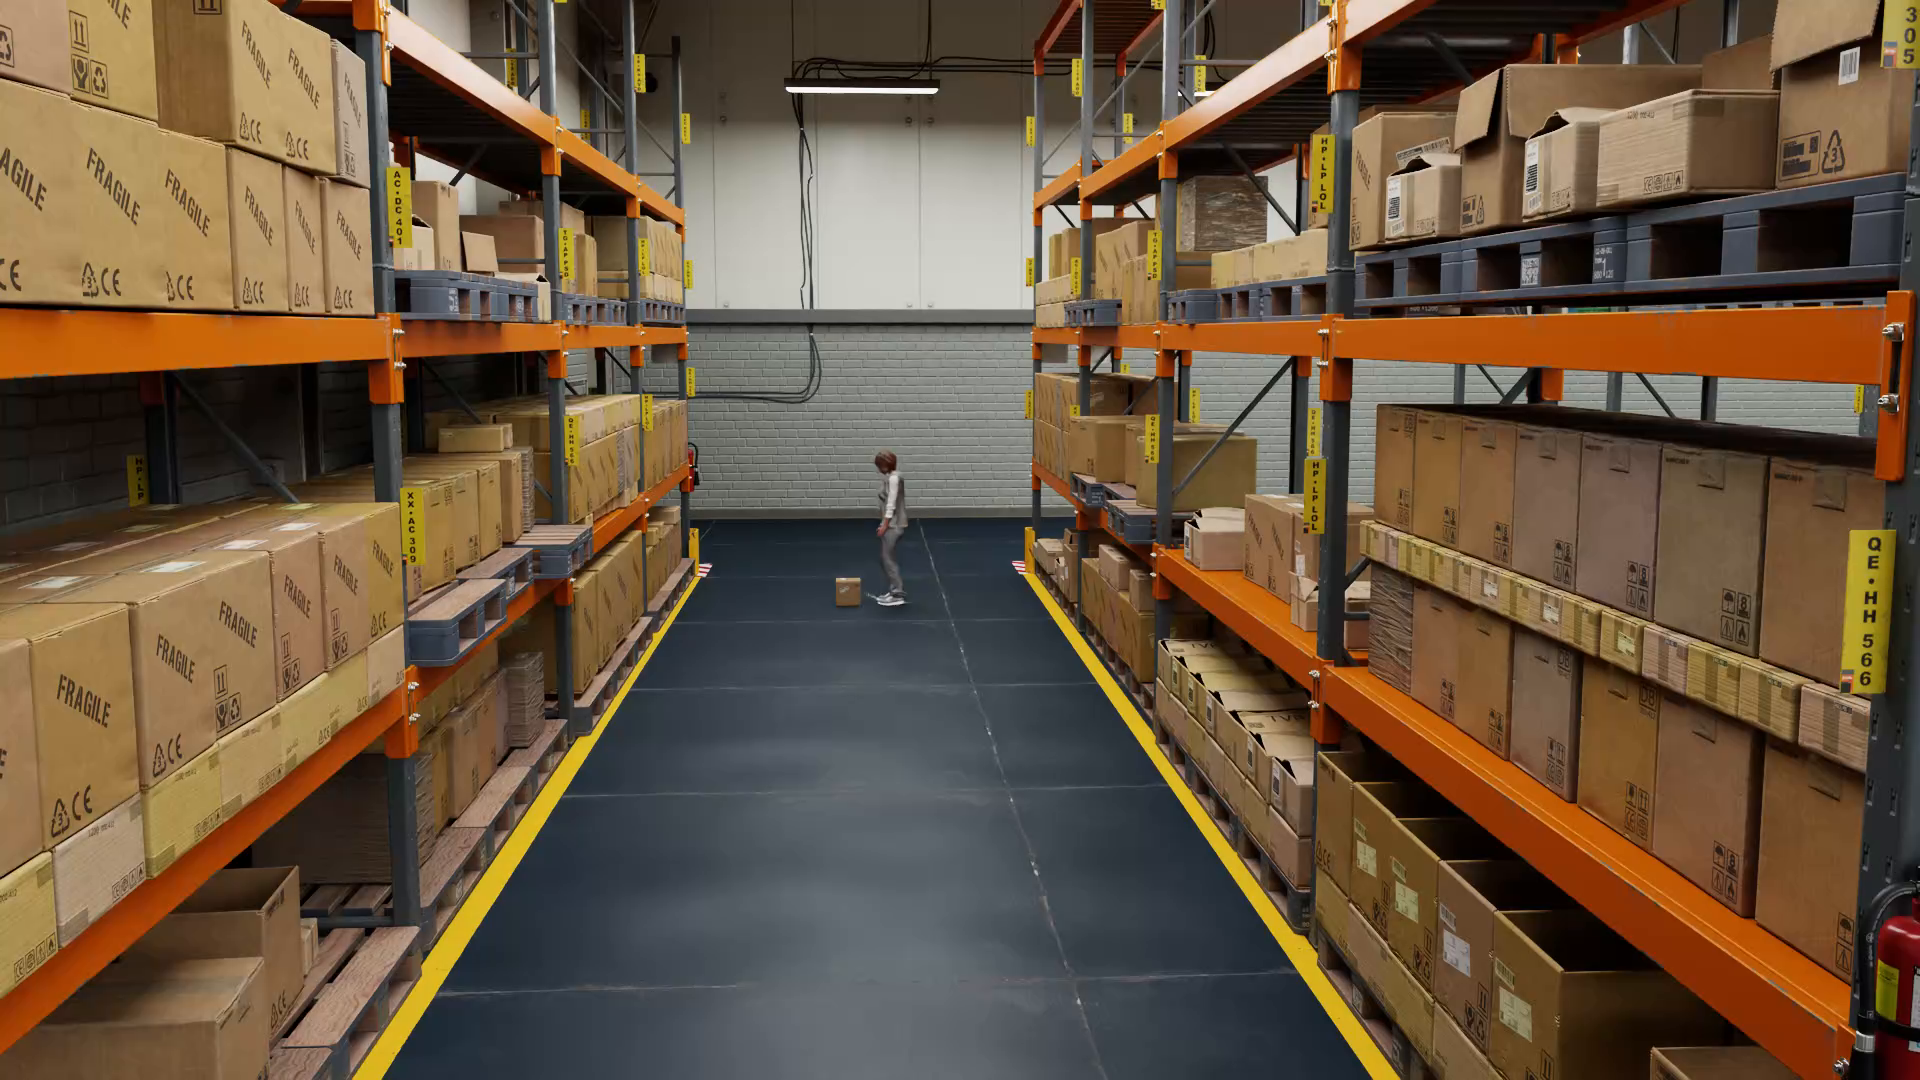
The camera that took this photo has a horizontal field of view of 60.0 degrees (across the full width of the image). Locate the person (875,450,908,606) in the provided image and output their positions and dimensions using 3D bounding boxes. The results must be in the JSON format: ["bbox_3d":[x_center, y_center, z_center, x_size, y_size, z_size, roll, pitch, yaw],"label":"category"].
[{"bbox_3d":[-0.694,-0.117,16.923,0.340,1.562,0.417,0,7,-2],"label":"person"}]
